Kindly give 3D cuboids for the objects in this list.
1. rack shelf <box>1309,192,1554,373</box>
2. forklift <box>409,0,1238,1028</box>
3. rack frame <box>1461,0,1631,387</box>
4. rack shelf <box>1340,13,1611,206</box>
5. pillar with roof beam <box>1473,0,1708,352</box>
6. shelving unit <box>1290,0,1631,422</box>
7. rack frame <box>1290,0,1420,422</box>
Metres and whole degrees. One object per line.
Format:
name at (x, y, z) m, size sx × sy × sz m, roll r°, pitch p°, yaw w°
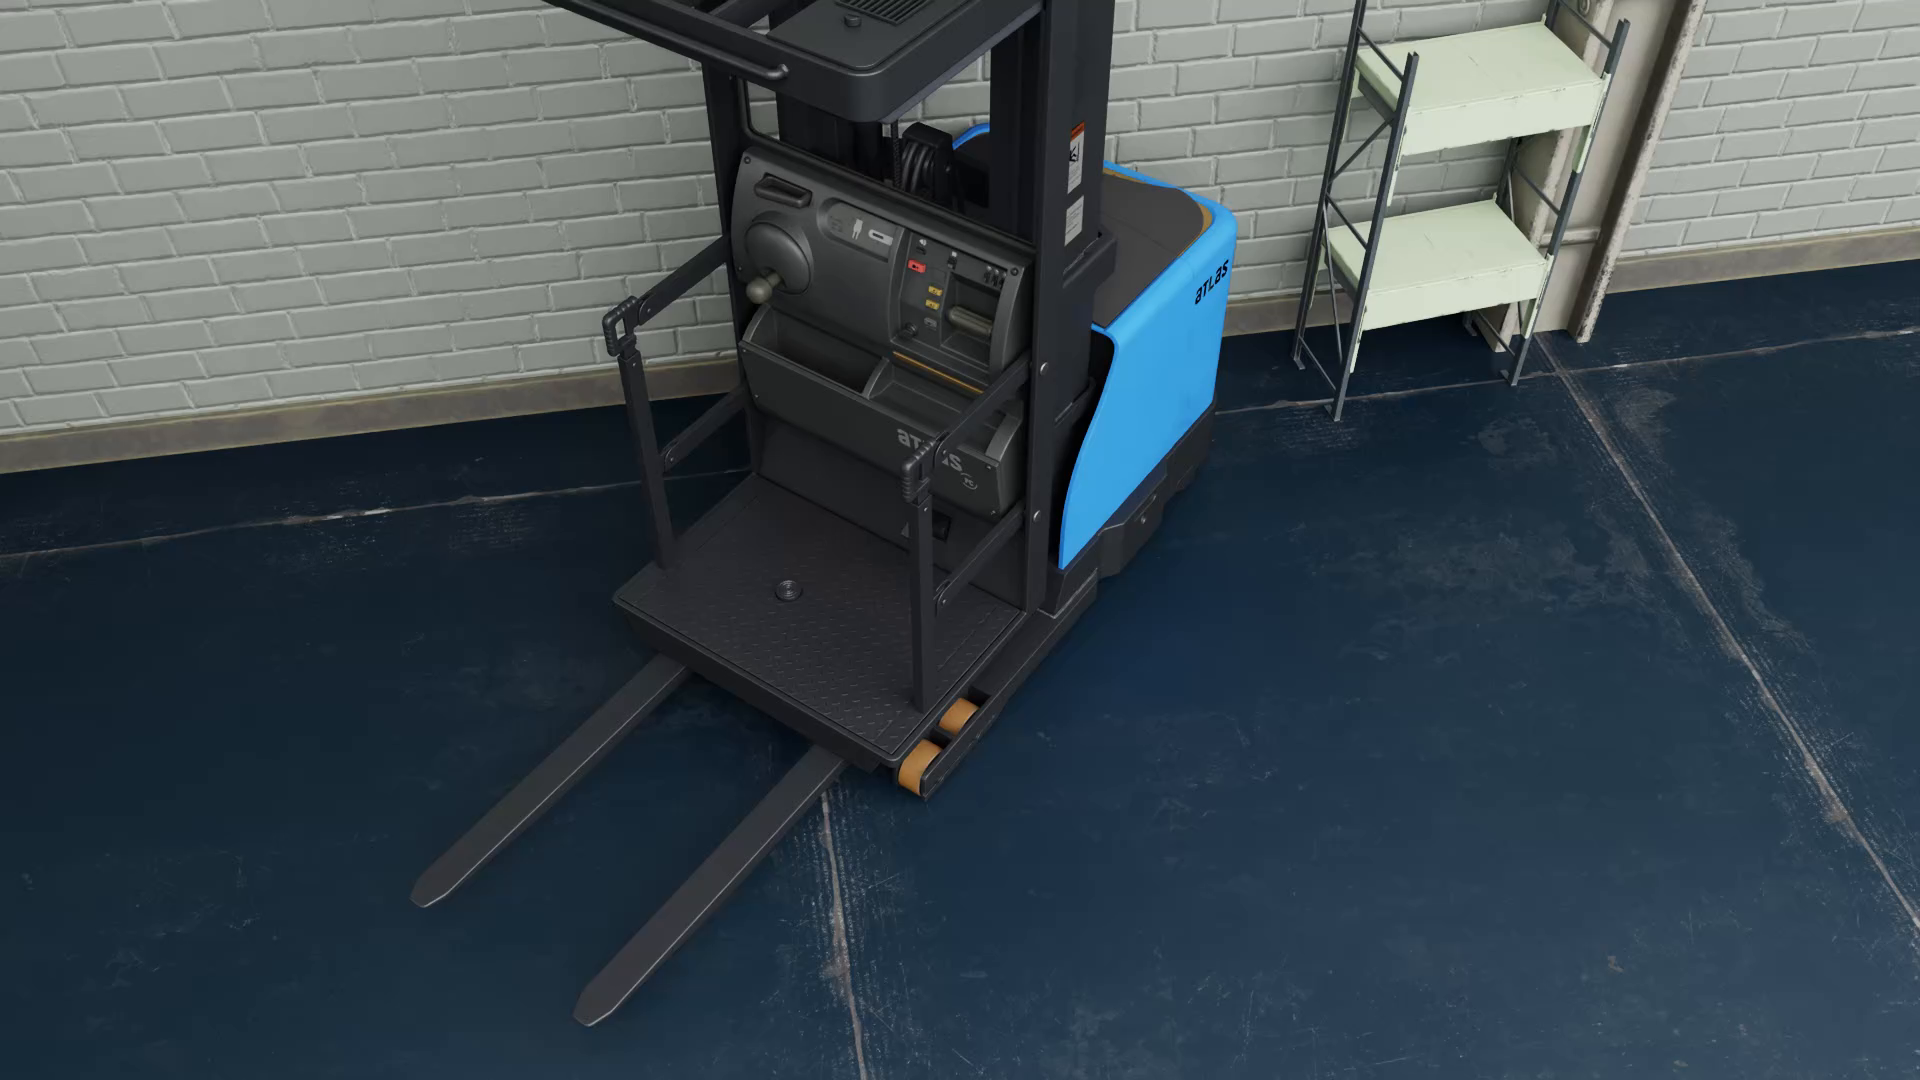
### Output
rack shelf at (1.695, -0.944, 6.071) m, size 0.720 × 0.370 × 0.431 m, roll -12°, pitch 47°, yaw -11°
forklift at (-0.356, -0.649, 4.340) m, size 1.130 × 2.935 × 3.031 m, roll 27°, pitch 52°, yaw 23°
rack frame at (2.047, -1.243, 5.906) m, size 0.023 × 1.500 × 0.400 m, roll -12°, pitch 47°, yaw -11°
rack shelf at (1.695, -1.441, 5.555) m, size 0.720 × 0.370 × 0.431 m, roll -12°, pitch 47°, yaw -11°
pillar with roof beam at (2.976, -0.930, 0.397) m, size 0.400 × 9.000 × 9.100 m, roll -7°, pitch 46°, yaw -7°
shelving unit at (1.695, -1.171, 5.836) m, size 0.755 × 1.500 × 0.431 m, roll -12°, pitch 47°, yaw -11°
rack frame at (1.344, -1.098, 5.766) m, size 0.023 × 1.500 × 0.400 m, roll -12°, pitch 47°, yaw -11°
